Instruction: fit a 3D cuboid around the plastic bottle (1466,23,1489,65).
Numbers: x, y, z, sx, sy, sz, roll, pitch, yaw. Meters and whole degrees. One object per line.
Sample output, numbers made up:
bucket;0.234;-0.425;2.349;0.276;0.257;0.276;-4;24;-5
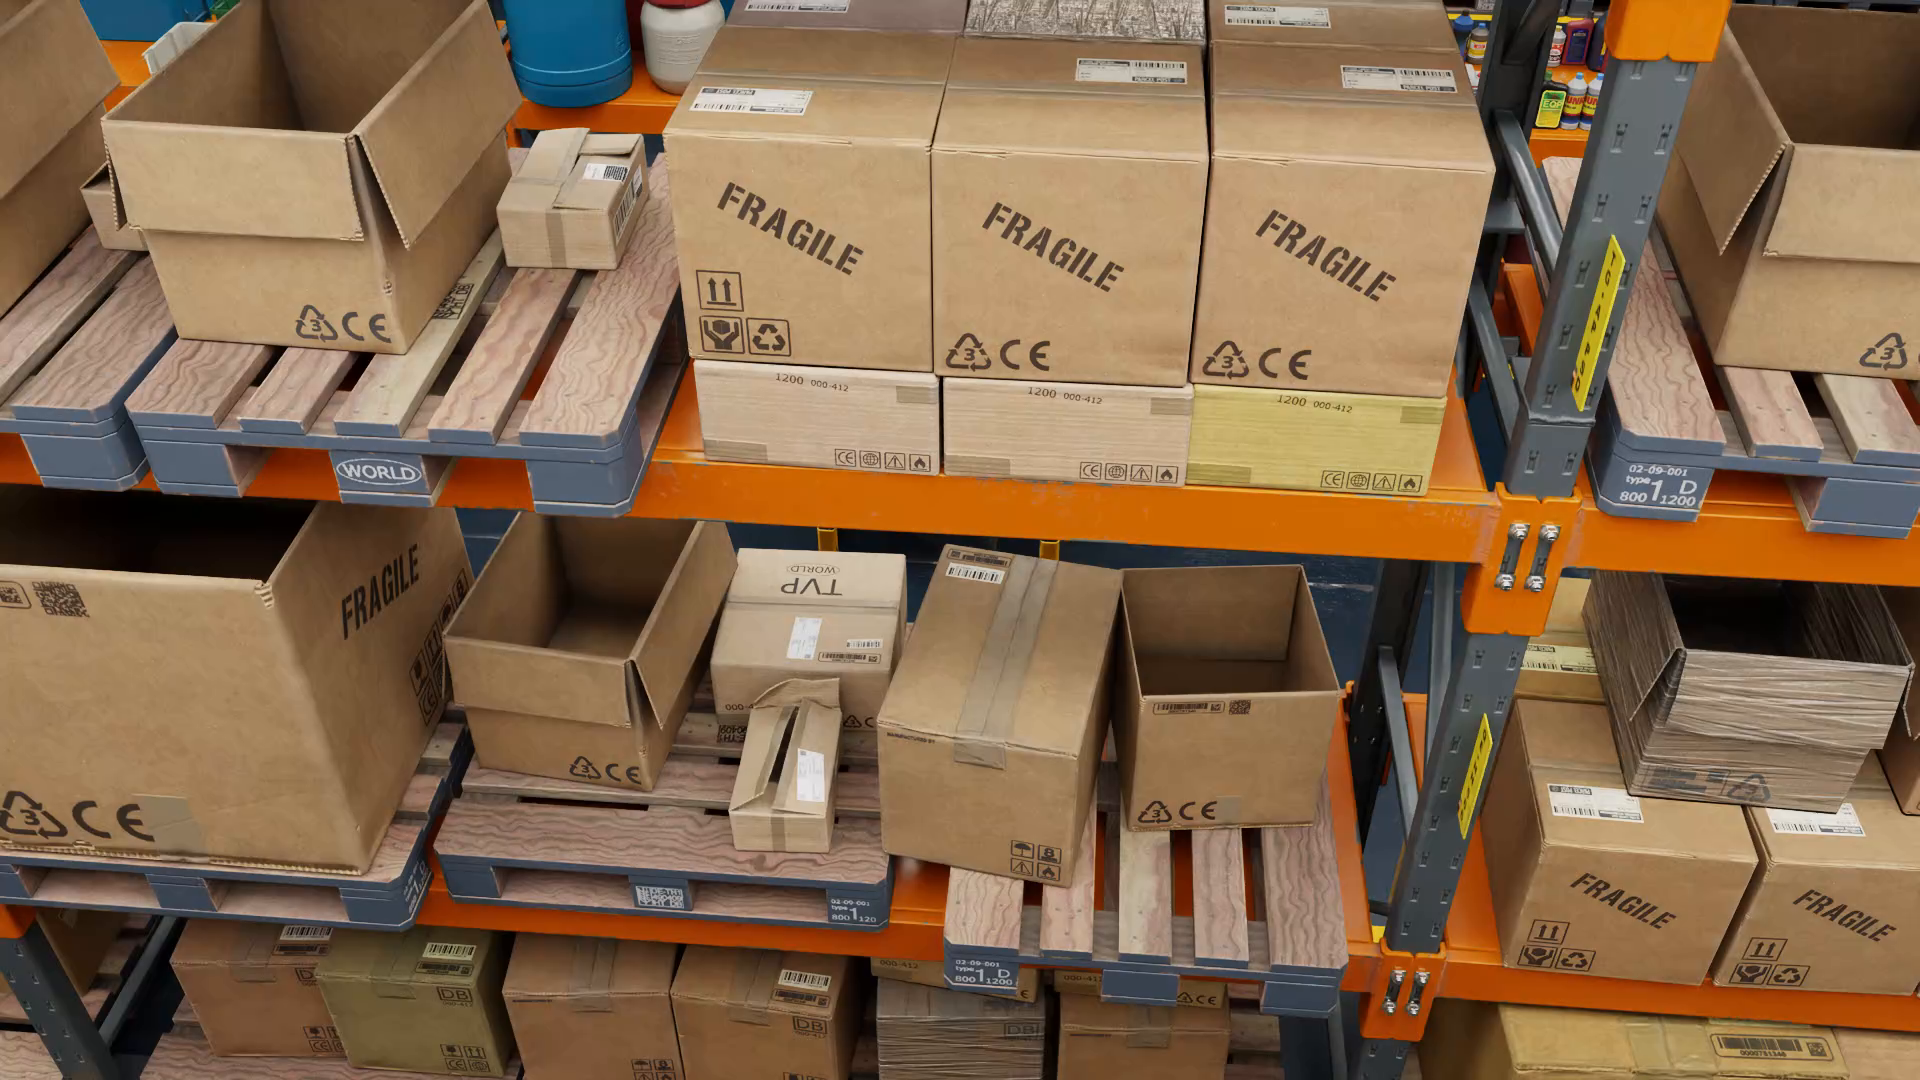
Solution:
plastic bottle;2.728;-2.614;8.743;0.097;0.201;0.097;0;39;0

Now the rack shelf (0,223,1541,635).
rack shelf;-0.766;-0.369;4.021;4.000;0.370;1.077;3;39;4

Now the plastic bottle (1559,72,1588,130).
plastic bottle;2.994;-2.146;8.112;0.097;0.271;0.097;0;39;0

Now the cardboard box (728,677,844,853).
cardboard box;-0.458;0.592;4.420;0.258;0.266;0.396;2;39;3

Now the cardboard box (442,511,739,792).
cardboard box;-1.024;0.240;4.665;0.637;0.503;0.797;7;40;8

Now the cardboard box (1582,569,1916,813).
cardboard box;1.953;0.246;4.197;0.637;0.503;0.797;4;39;5

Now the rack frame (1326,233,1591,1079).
rack frame;1.226;0.624;4.607;0.127;3.000;1.000;3;39;4

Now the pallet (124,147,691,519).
pallet;-1.119;-0.529;3.796;1.003;0.211;1.213;3;39;4

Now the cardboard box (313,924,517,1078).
cardboard box;-1.675;1.290;5.421;0.500;0.500;0.700;3;39;4

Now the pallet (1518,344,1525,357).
pallet;3.655;-1.325;9.210;1.213;0.211;1.003;3;39;4

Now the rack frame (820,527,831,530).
rack frame;-0.591;-0.614;7.316;0.032;1.500;0.500;3;39;4

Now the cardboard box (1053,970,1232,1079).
cardboard box;0.557;1.399;5.287;0.500;0.500;0.700;1;39;1

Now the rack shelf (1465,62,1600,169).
rack shelf;3.646;-2.103;8.527;4.000;0.370;1.077;3;39;4

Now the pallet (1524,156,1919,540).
pallet;1.872;-0.464;3.718;1.003;0.211;1.213;5;39;6

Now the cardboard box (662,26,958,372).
cardboard box;-0.274;-0.698;3.380;0.500;0.500;0.500;4;39;5

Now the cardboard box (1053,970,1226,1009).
cardboard box;0.556;1.114;5.042;0.500;0.250;0.500;5;39;6

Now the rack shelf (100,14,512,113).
rack shelf;-4.324;-2.539;9.063;4.000;0.370;1.077;3;39;4

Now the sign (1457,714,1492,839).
sign;1.189;0.548;3.847;0.005;0.325;0.100;3;39;4

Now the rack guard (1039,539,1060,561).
rack guard;0.420;-0.074;7.643;0.087;0.250;0.587;3;39;4

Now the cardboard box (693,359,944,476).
cardboard box;-0.264;-0.400;3.608;0.500;0.250;0.500;4;39;5

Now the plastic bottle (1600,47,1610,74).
plastic bottle;3.404;-2.529;8.573;0.133;0.283;0.061;3;39;4

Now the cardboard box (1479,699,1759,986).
cardboard box;1.687;0.783;4.333;0.500;0.500;0.500;4;39;5

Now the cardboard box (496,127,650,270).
cardboard box;-0.882;-0.790;3.821;0.250;0.166;0.380;2;39;3

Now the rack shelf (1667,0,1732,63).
rack shelf;3.219;-1.160;2.933;4.000;0.370;1.077;3;39;4

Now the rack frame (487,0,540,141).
rack frame;-2.331;-2.709;8.702;0.127;3.000;1.000;3;39;4

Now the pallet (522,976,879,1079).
pallet;-0.764;1.594;5.624;1.213;0.211;1.003;3;39;4

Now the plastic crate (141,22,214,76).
plastic crate;-3.971;-2.536;8.698;0.437;0.136;0.530;3;39;4

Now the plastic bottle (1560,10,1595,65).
plastic bottle;3.232;-2.630;8.697;0.133;0.283;0.061;3;39;4

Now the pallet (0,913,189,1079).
pallet;-3.431;1.473;5.773;1.213;0.211;1.003;3;39;4

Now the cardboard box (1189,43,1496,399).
cardboard box;0.729;-0.641;3.309;0.500;0.500;0.500;4;39;5

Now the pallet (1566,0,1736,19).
pallet;5.256;-4.327;12.899;1.213;0.211;1.003;3;39;4

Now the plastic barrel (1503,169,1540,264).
plastic barrel;3.268;-1.641;8.968;0.708;0.588;0.600;3;39;4

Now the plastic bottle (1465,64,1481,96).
plastic bottle;2.518;-2.191;8.164;0.135;0.276;0.152;3;39;4

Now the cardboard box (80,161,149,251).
cardboard box;-1.814;-0.880;3.852;0.258;0.266;0.396;4;39;5

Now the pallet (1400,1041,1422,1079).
pallet;2.005;1.796;5.376;1.213;0.211;1.003;3;39;4

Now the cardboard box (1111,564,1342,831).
cardboard box;0.685;0.418;4.448;0.500;0.500;0.500;-1;39;-2

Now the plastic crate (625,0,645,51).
plastic crate;-1.823;-2.900;8.886;0.583;0.464;0.402;3;39;4

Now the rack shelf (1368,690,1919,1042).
rack shelf;3.219;1.012;4.700;4.000;0.370;1.077;3;39;4

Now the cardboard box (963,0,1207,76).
cardboard box;0.275;-0.989;3.738;0.500;0.500;0.500;3;39;4

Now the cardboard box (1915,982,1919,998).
cardboard box;2.712;0.835;4.268;0.500;0.500;0.500;2;39;3

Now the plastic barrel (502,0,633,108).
plastic barrel;-1.973;-2.692;8.284;0.708;0.901;0.600;3;39;4

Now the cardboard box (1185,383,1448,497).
cardboard box;0.732;-0.353;3.550;0.500;0.250;0.500;3;39;4

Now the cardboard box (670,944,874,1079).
cardboard box;-0.562;1.350;5.347;0.500;0.500;0.700;6;40;8

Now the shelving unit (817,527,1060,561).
shelving unit;-0.076;-0.586;7.282;1.083;1.500;0.587;3;39;4

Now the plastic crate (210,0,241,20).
plastic crate;-3.659;-2.878;9.078;0.662;0.188;0.450;3;39;4

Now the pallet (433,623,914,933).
pallet;-0.749;0.616;4.768;1.213;0.211;1.003;3;39;4

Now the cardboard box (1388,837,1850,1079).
cardboard box;1.912;1.336;5.083;0.875;0.875;1.225;1;39;2
